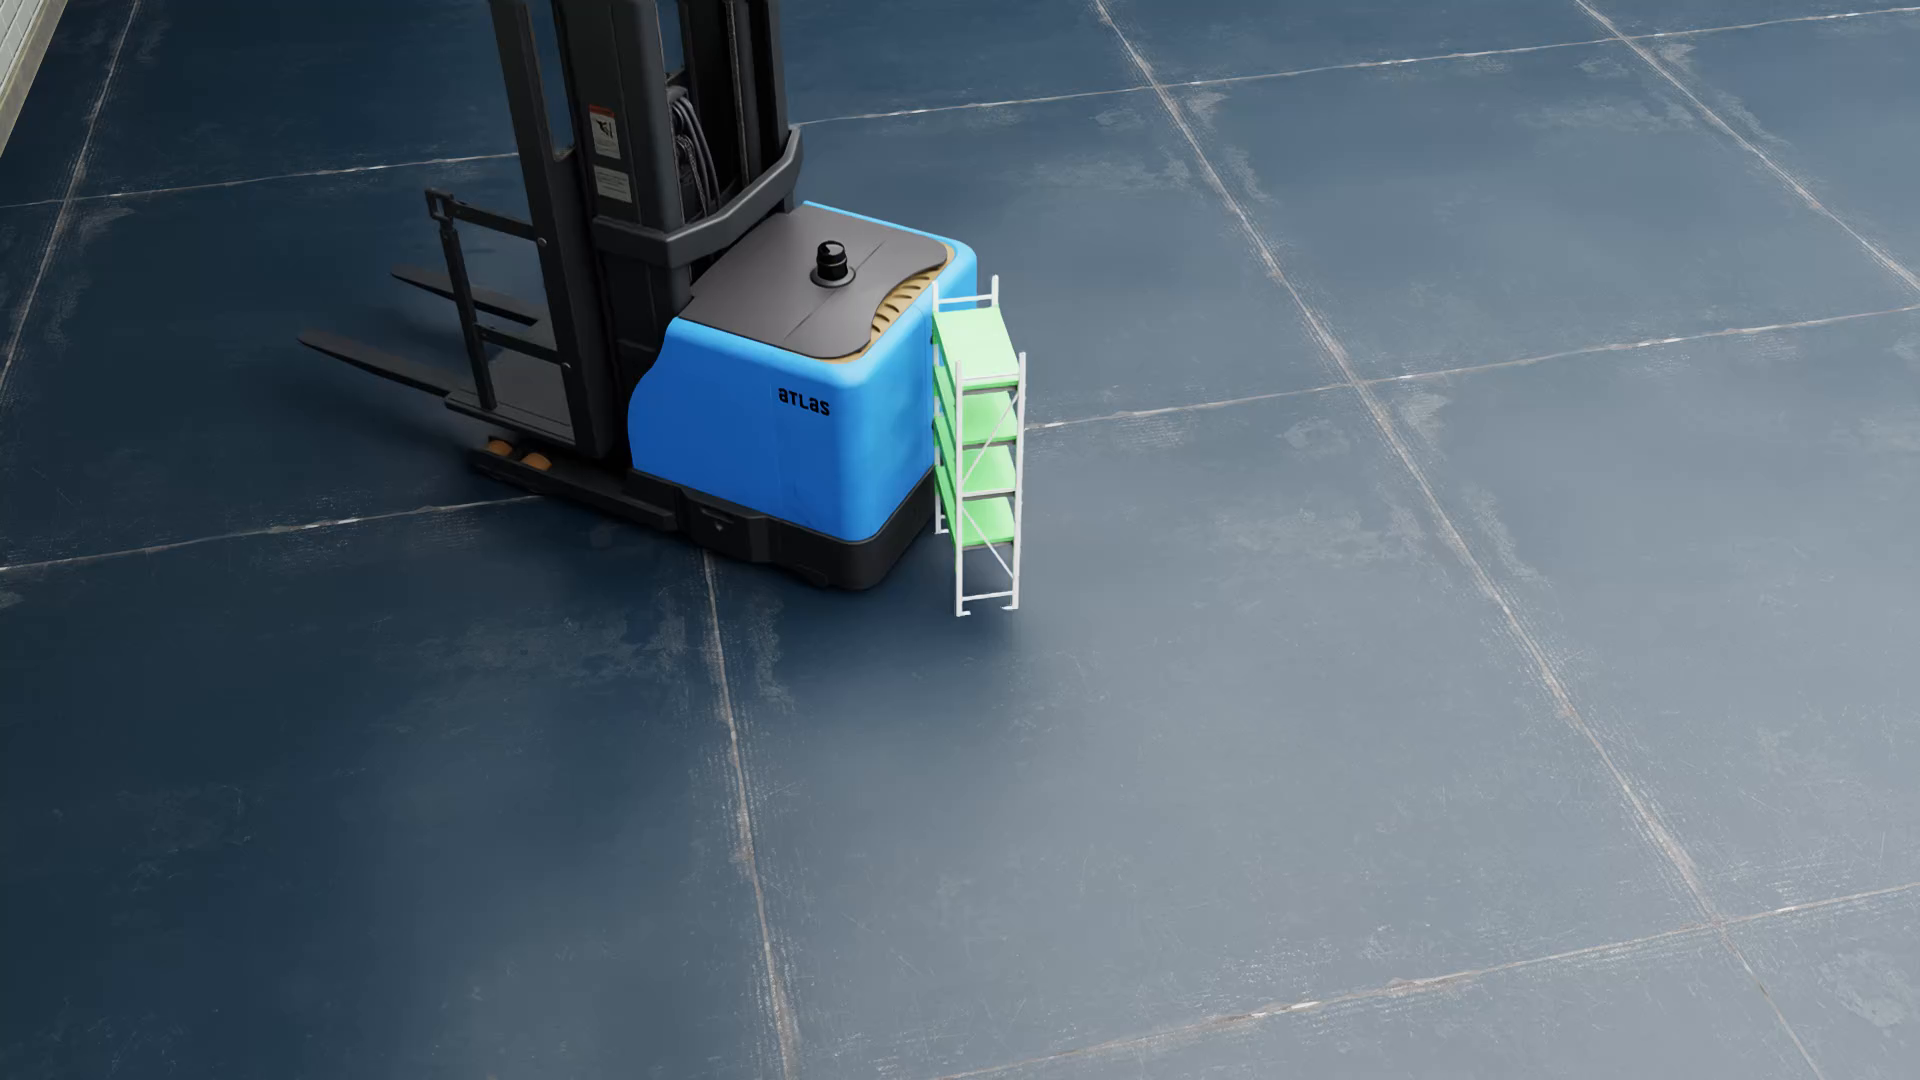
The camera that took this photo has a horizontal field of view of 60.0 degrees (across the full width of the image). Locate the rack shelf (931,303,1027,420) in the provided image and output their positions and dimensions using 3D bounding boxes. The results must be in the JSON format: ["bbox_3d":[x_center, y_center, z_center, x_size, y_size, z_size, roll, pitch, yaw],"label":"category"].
[{"bbox_3d":[0.062,-0.642,5.943,0.258,0.148,0.480,-7,42,-8],"label":"rack shelf"}]

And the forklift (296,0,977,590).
[{"bbox_3d":[-1.472,-1.587,6.329,3.031,2.935,1.130,18,45,20],"label":"forklift"}]

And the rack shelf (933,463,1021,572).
[{"bbox_3d":[0.062,-0.104,6.421,0.258,0.148,0.480,-7,42,-8],"label":"rack shelf"}]

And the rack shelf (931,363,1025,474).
[{"bbox_3d":[0.062,-0.463,6.102,0.258,0.148,0.480,-7,42,-8],"label":"rack shelf"}]

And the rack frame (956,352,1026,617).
[{"bbox_3d":[0.104,-0.172,6.040,0.240,1.200,0.015,-7,42,-8],"label":"rack frame"}]

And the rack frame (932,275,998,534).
[{"bbox_3d":[0.019,-0.491,6.399,0.240,1.200,0.015,-7,42,-8],"label":"rack frame"}]

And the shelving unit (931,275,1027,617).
[{"bbox_3d":[0.062,-0.331,6.219,0.258,1.200,0.503,-7,42,-8],"label":"shelving unit"}]

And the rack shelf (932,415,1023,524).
[{"bbox_3d":[0.062,-0.283,6.262,0.258,0.148,0.480,-7,42,-8],"label":"rack shelf"}]
